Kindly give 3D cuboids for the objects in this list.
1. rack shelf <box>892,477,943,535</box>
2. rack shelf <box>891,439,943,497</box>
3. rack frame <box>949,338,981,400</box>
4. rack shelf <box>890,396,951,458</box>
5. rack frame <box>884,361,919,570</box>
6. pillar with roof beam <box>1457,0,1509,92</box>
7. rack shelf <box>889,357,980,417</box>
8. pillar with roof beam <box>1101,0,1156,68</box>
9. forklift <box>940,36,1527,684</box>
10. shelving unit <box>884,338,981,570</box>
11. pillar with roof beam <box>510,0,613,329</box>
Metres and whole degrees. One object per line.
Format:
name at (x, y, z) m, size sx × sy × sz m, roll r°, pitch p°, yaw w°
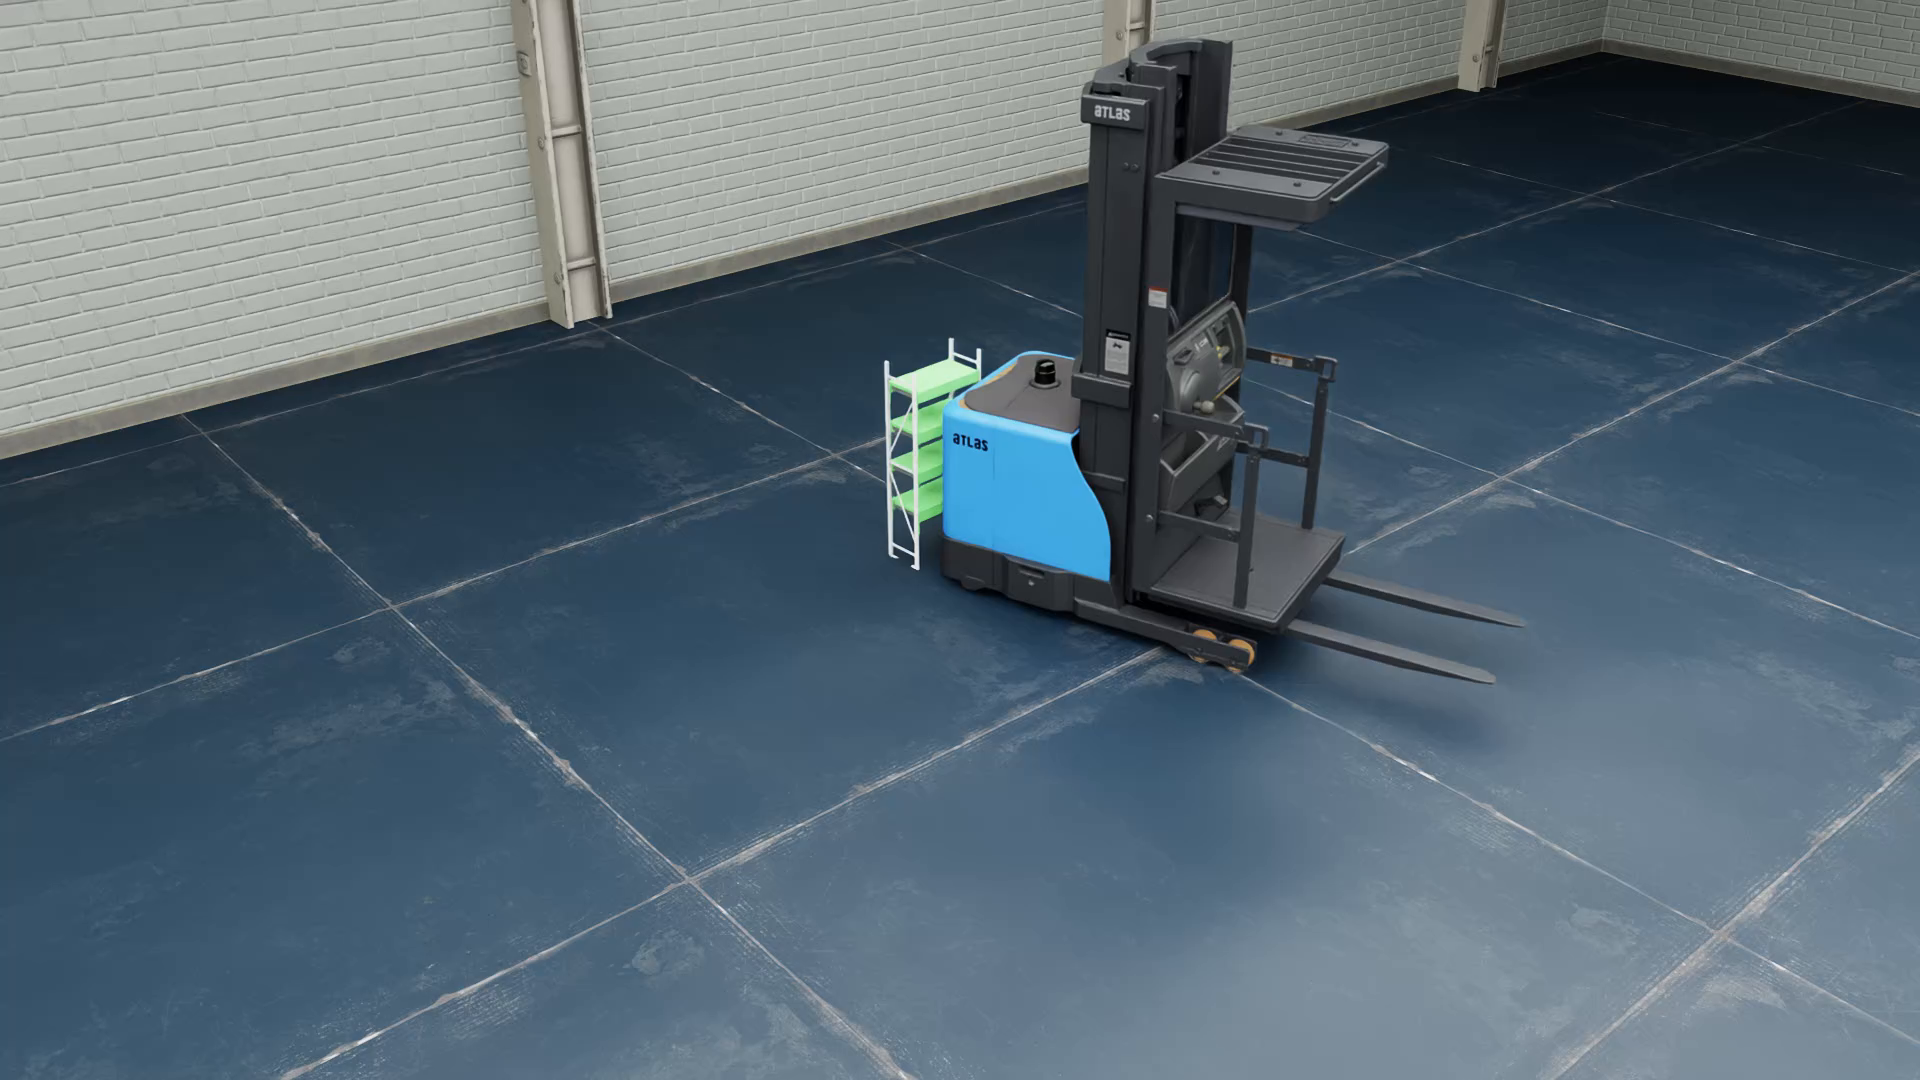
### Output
rack shelf at (-0.147, -0.213, 9.520) m, size 0.480 × 0.148 × 0.258 m, roll -25°, pitch 37°, yaw -38°
rack shelf at (-0.147, -0.425, 9.407) m, size 0.480 × 0.148 × 0.258 m, roll -25°, pitch 37°, yaw -38°
rack frame at (0.028, -0.562, 9.527) m, size 0.015 × 1.200 × 0.240 m, roll -25°, pitch 37°, yaw -38°
rack shelf at (-0.147, -0.636, 9.294) m, size 0.480 × 0.148 × 0.258 m, roll -25°, pitch 37°, yaw -38°
rack frame at (-0.321, -0.401, 9.227) m, size 0.015 × 1.200 × 0.240 m, roll -25°, pitch 37°, yaw -38°
pillar with roof beam at (8.958, -7.836, 14.866) m, size 0.400 × 9.000 × 9.100 m, roll -22°, pitch 35°, yaw -35°
rack shelf at (-0.147, -0.848, 9.181) m, size 0.480 × 0.148 × 0.258 m, roll -25°, pitch 37°, yaw -38°
pillar with roof beam at (4.393, -6.001, 11.432) m, size 0.400 × 9.000 × 9.100 m, roll -22°, pitch 35°, yaw -35°
forklift at (1.424, -0.902, 8.329) m, size 3.031 × 2.935 × 1.130 m, roll 15°, pitch 32°, yaw 26°
shelving unit at (-0.147, -0.481, 9.377) m, size 0.503 × 1.200 × 0.258 m, roll -25°, pitch 37°, yaw -38°
pillar with roof beam at (-0.171, -4.166, 7.997) m, size 0.400 × 9.000 × 9.100 m, roll -22°, pitch 35°, yaw -35°
